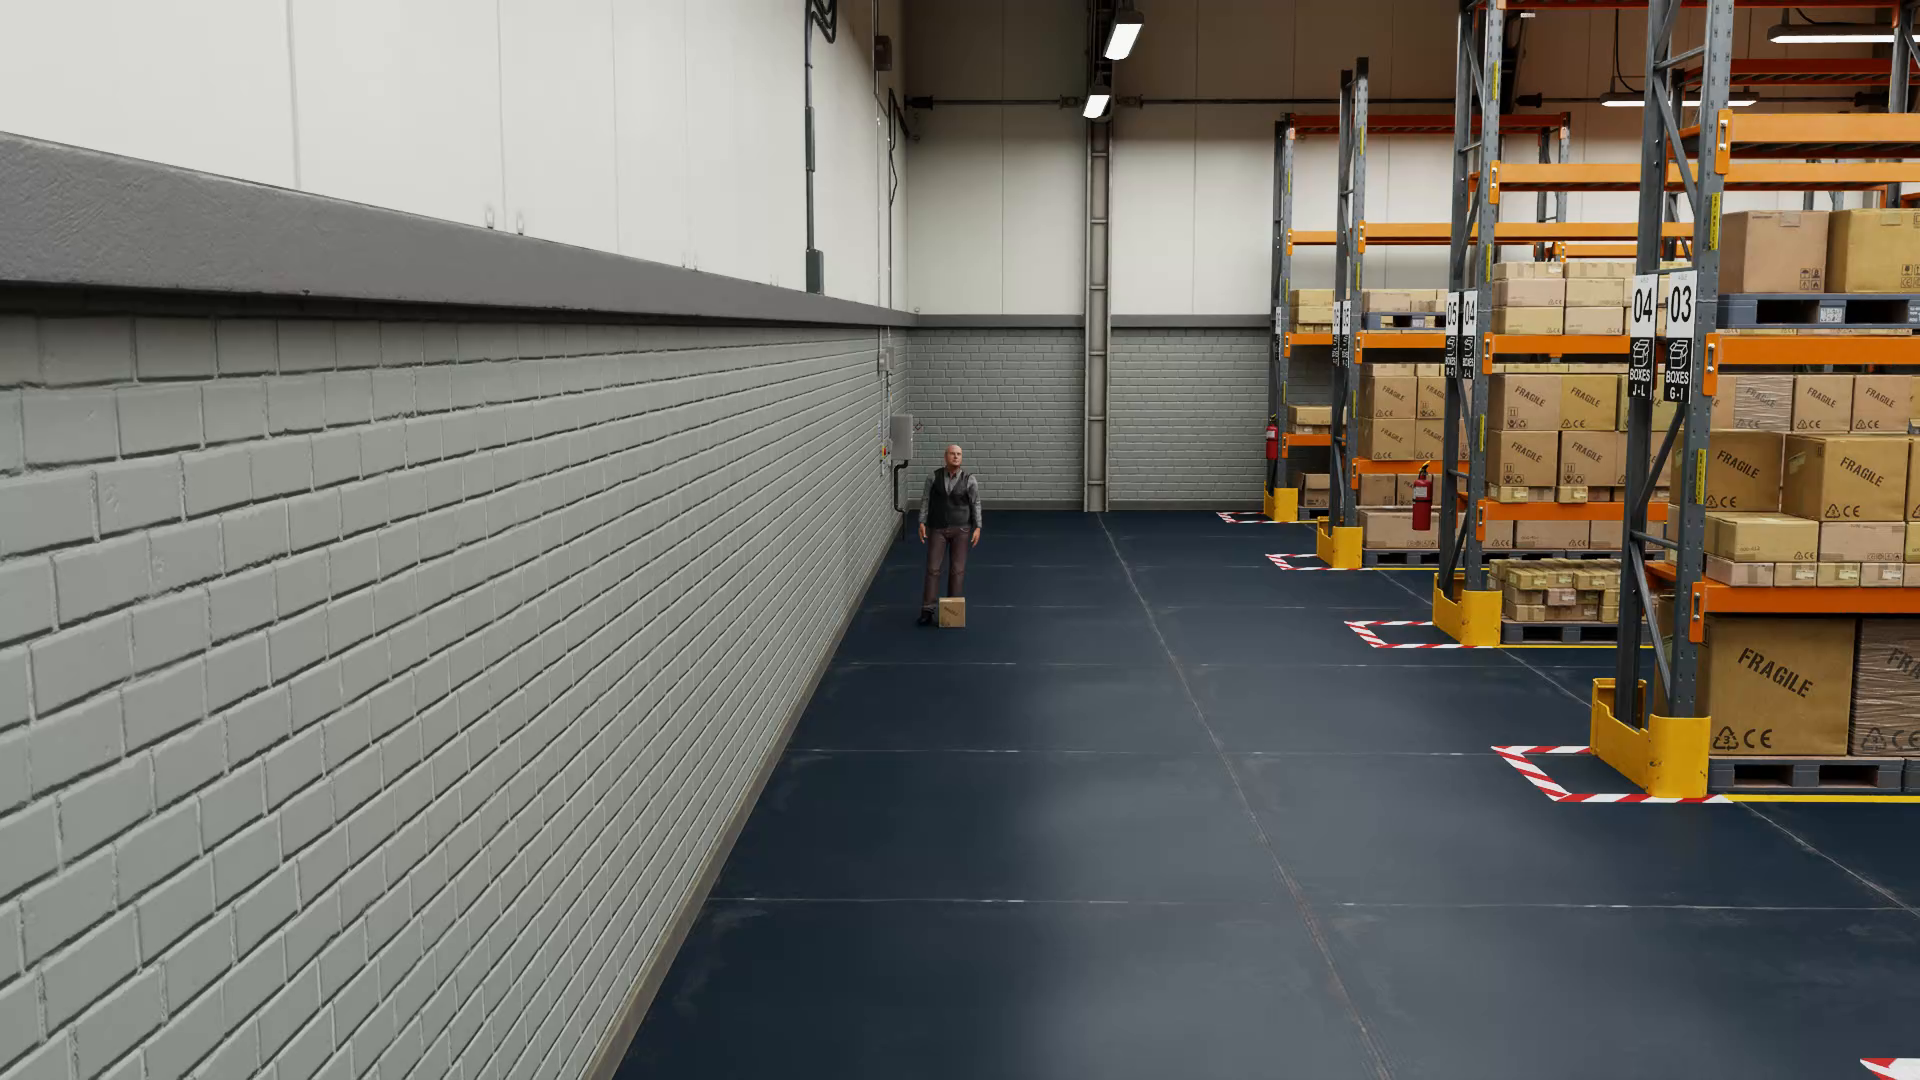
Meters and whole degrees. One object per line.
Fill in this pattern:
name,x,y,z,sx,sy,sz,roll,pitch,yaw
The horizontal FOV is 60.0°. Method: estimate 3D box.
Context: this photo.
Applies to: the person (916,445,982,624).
person,-0.105,-0.062,16.292,0.633,1.722,0.550,0,7,1
